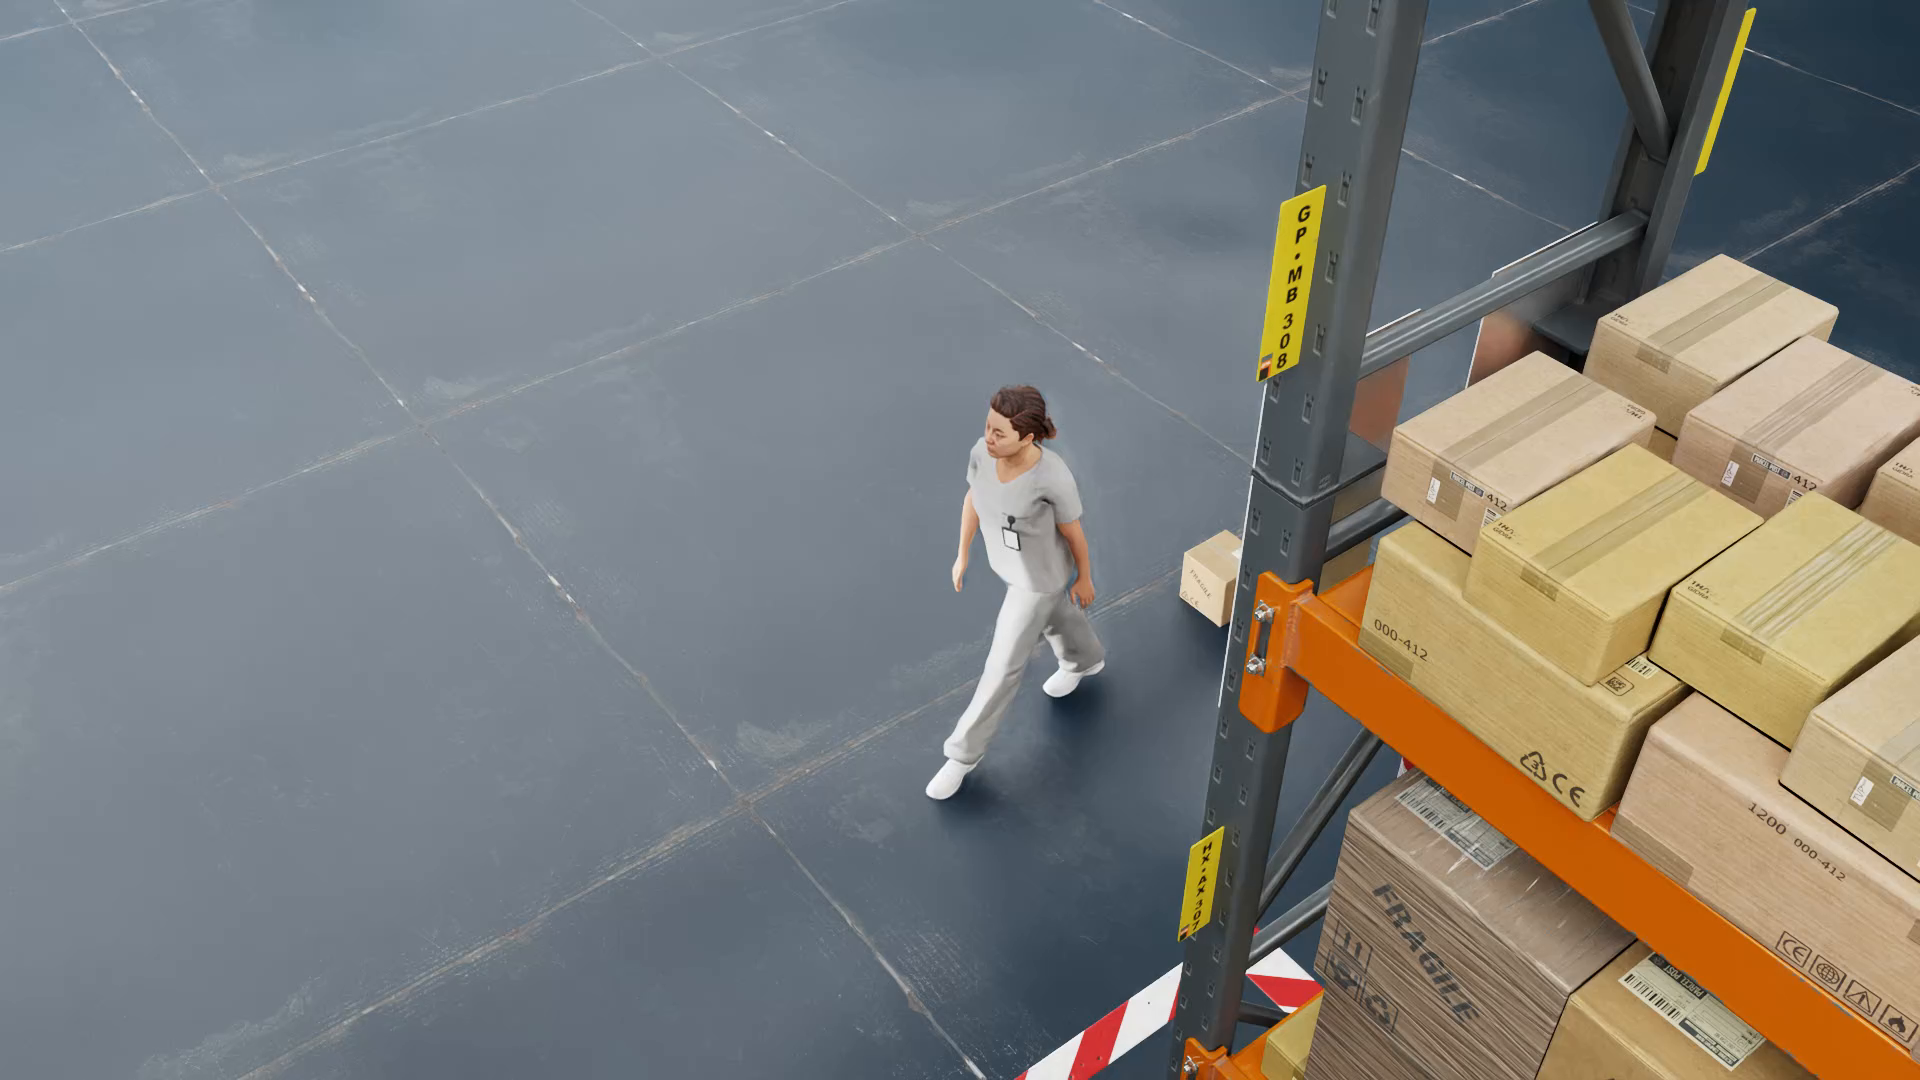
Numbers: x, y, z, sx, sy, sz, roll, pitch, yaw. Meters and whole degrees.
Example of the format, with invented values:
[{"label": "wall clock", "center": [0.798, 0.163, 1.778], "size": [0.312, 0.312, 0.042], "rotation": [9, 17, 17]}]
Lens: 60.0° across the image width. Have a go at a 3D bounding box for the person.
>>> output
[{"label": "person", "center": [0.188, 0.104, 6.031], "size": [1.011, 1.598, 0.469], "rotation": [-28, 48, -29]}]
